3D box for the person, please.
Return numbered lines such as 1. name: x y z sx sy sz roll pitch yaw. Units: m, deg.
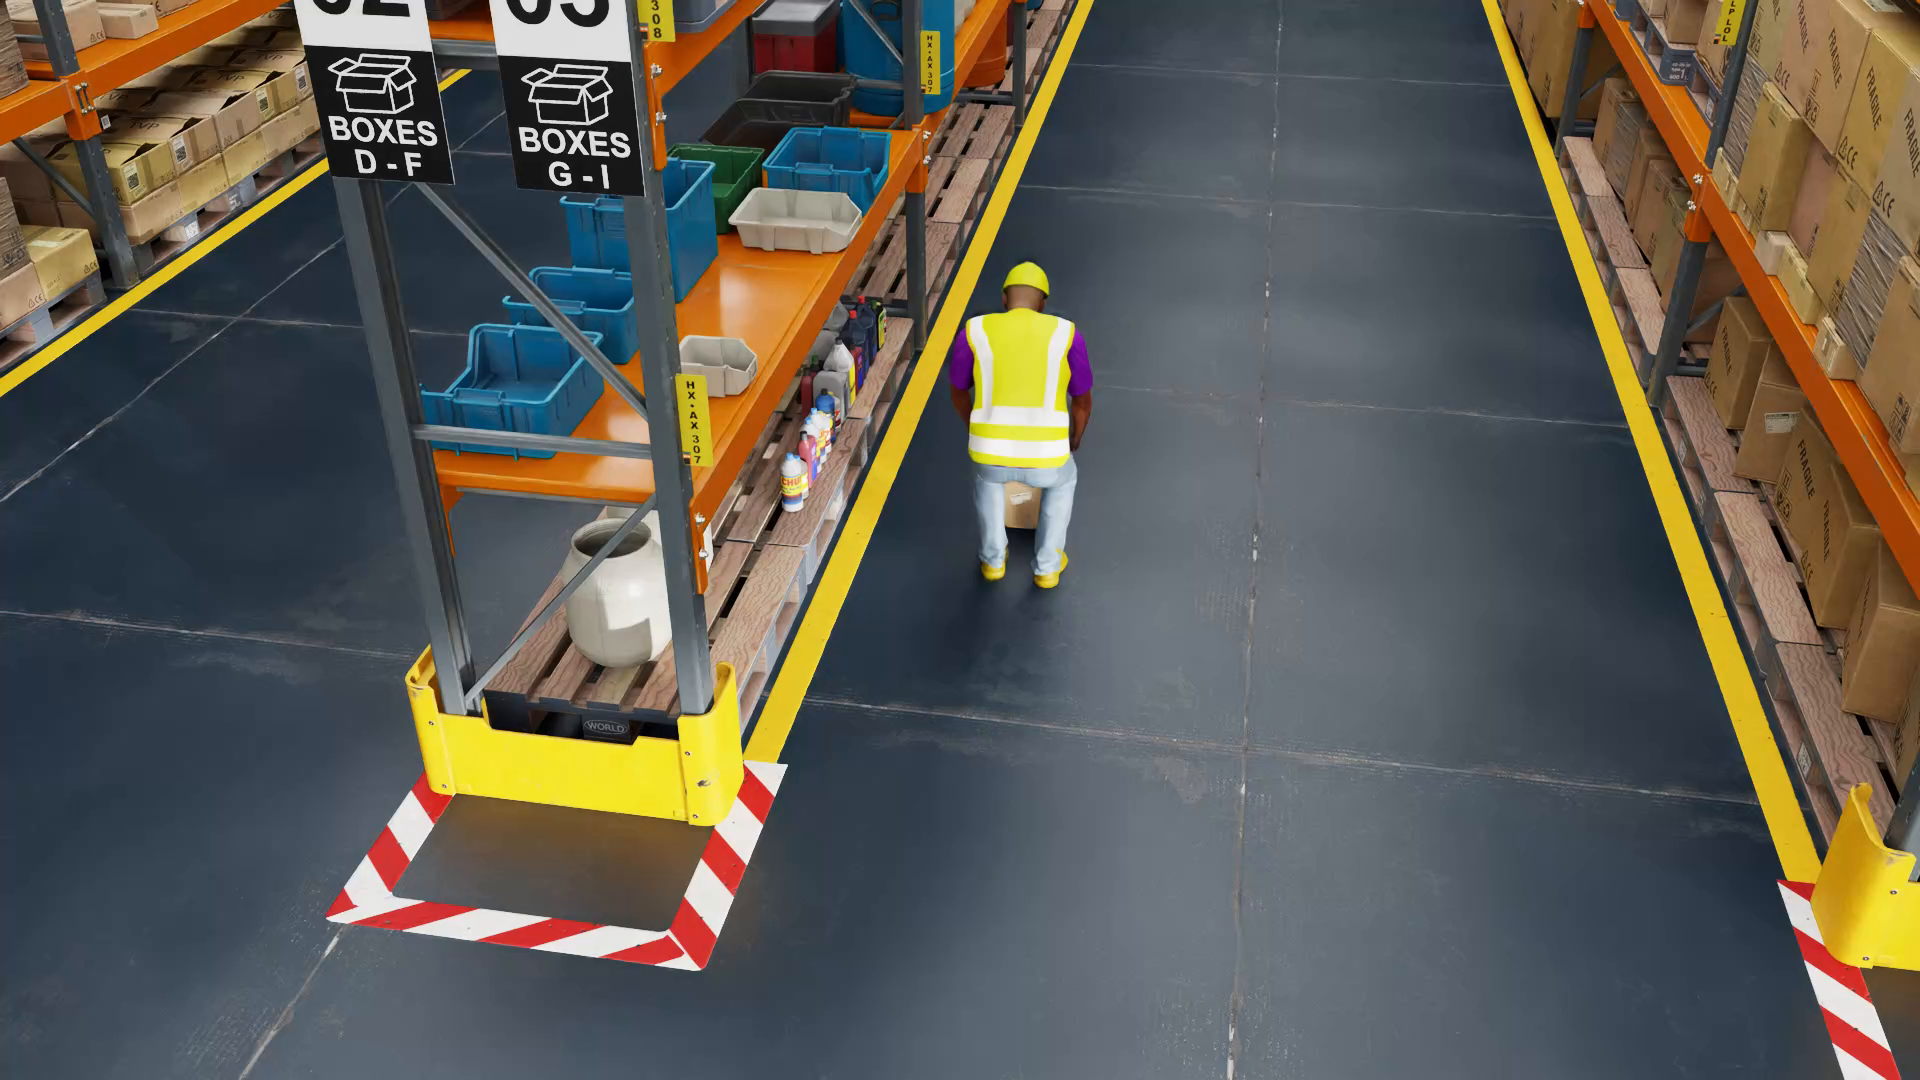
1. person: 0.246 -0.476 7.269 0.631 1.343 0.792 5 33 8
